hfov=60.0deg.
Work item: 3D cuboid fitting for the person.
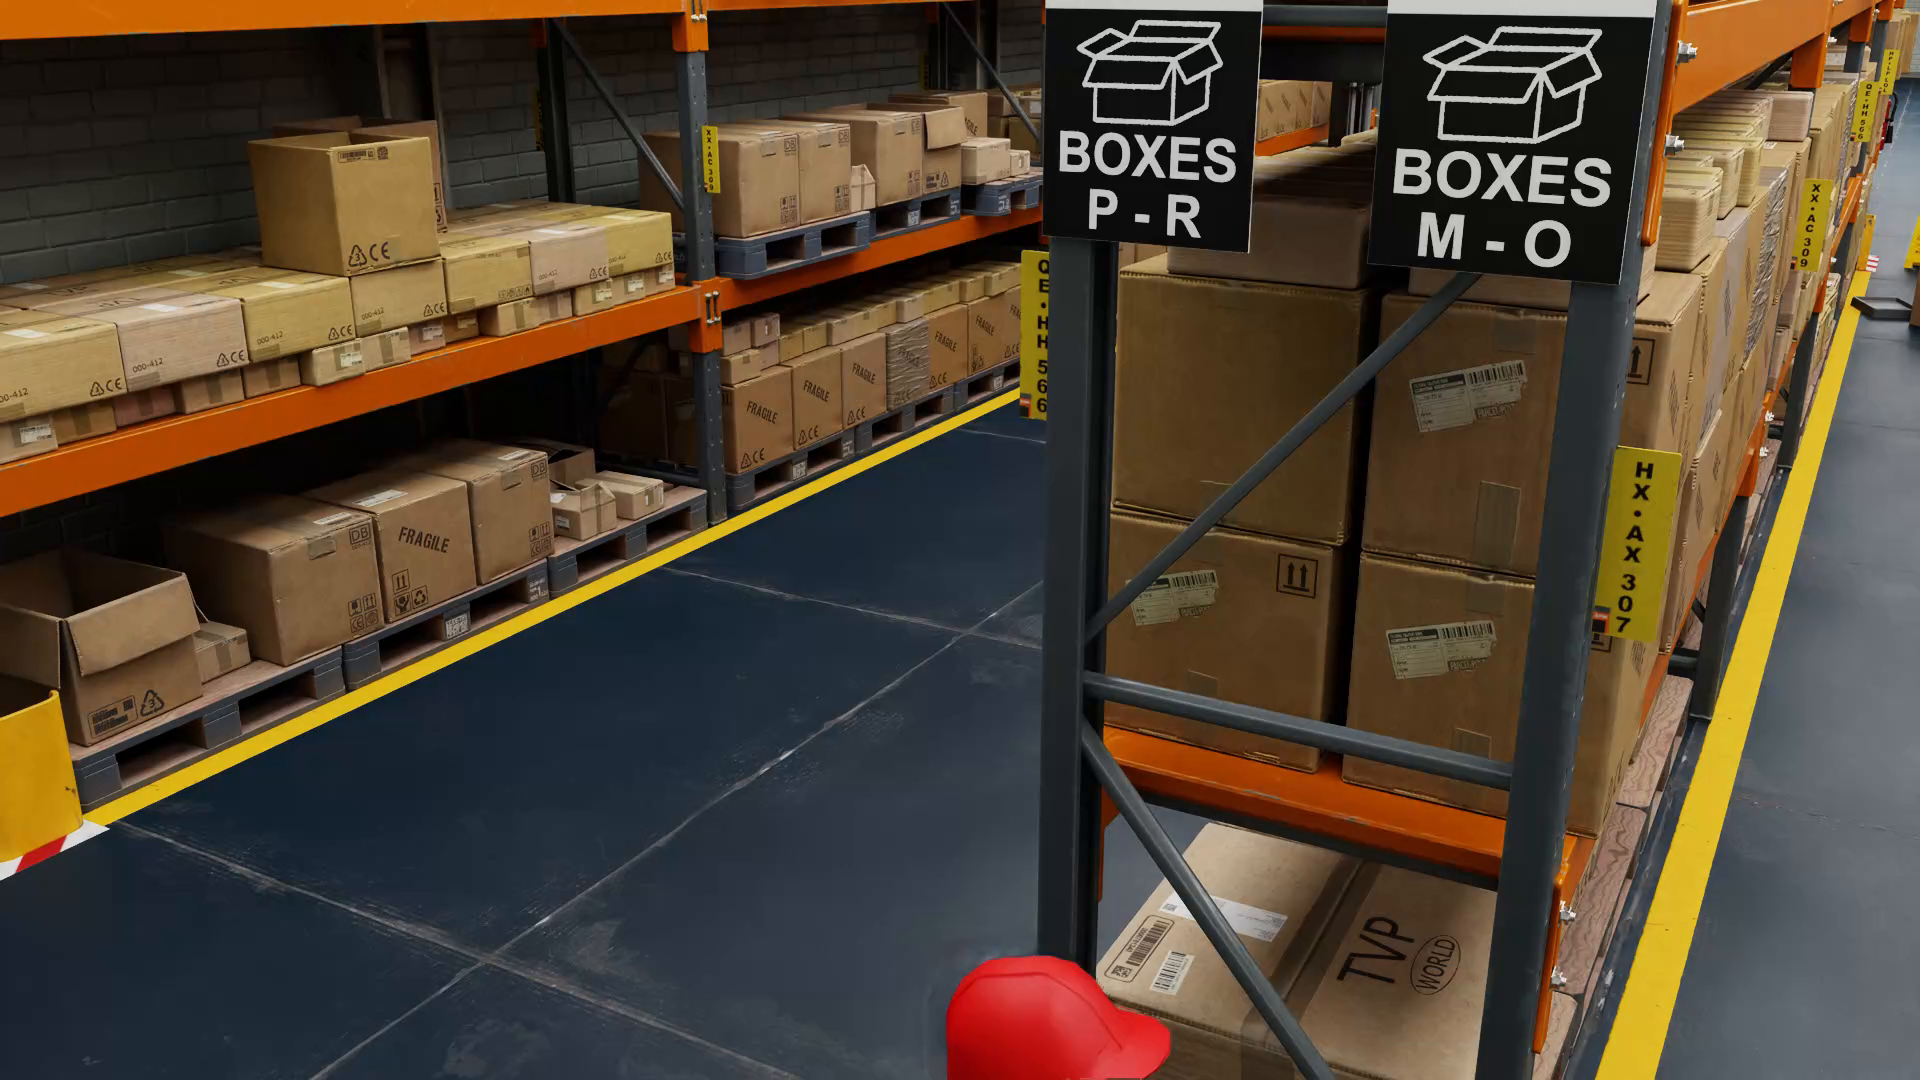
[{"bbox_3d":[0.095,1.317,2.274,1.114,1.728,0.552,8,21,21],"label":"person"}]
